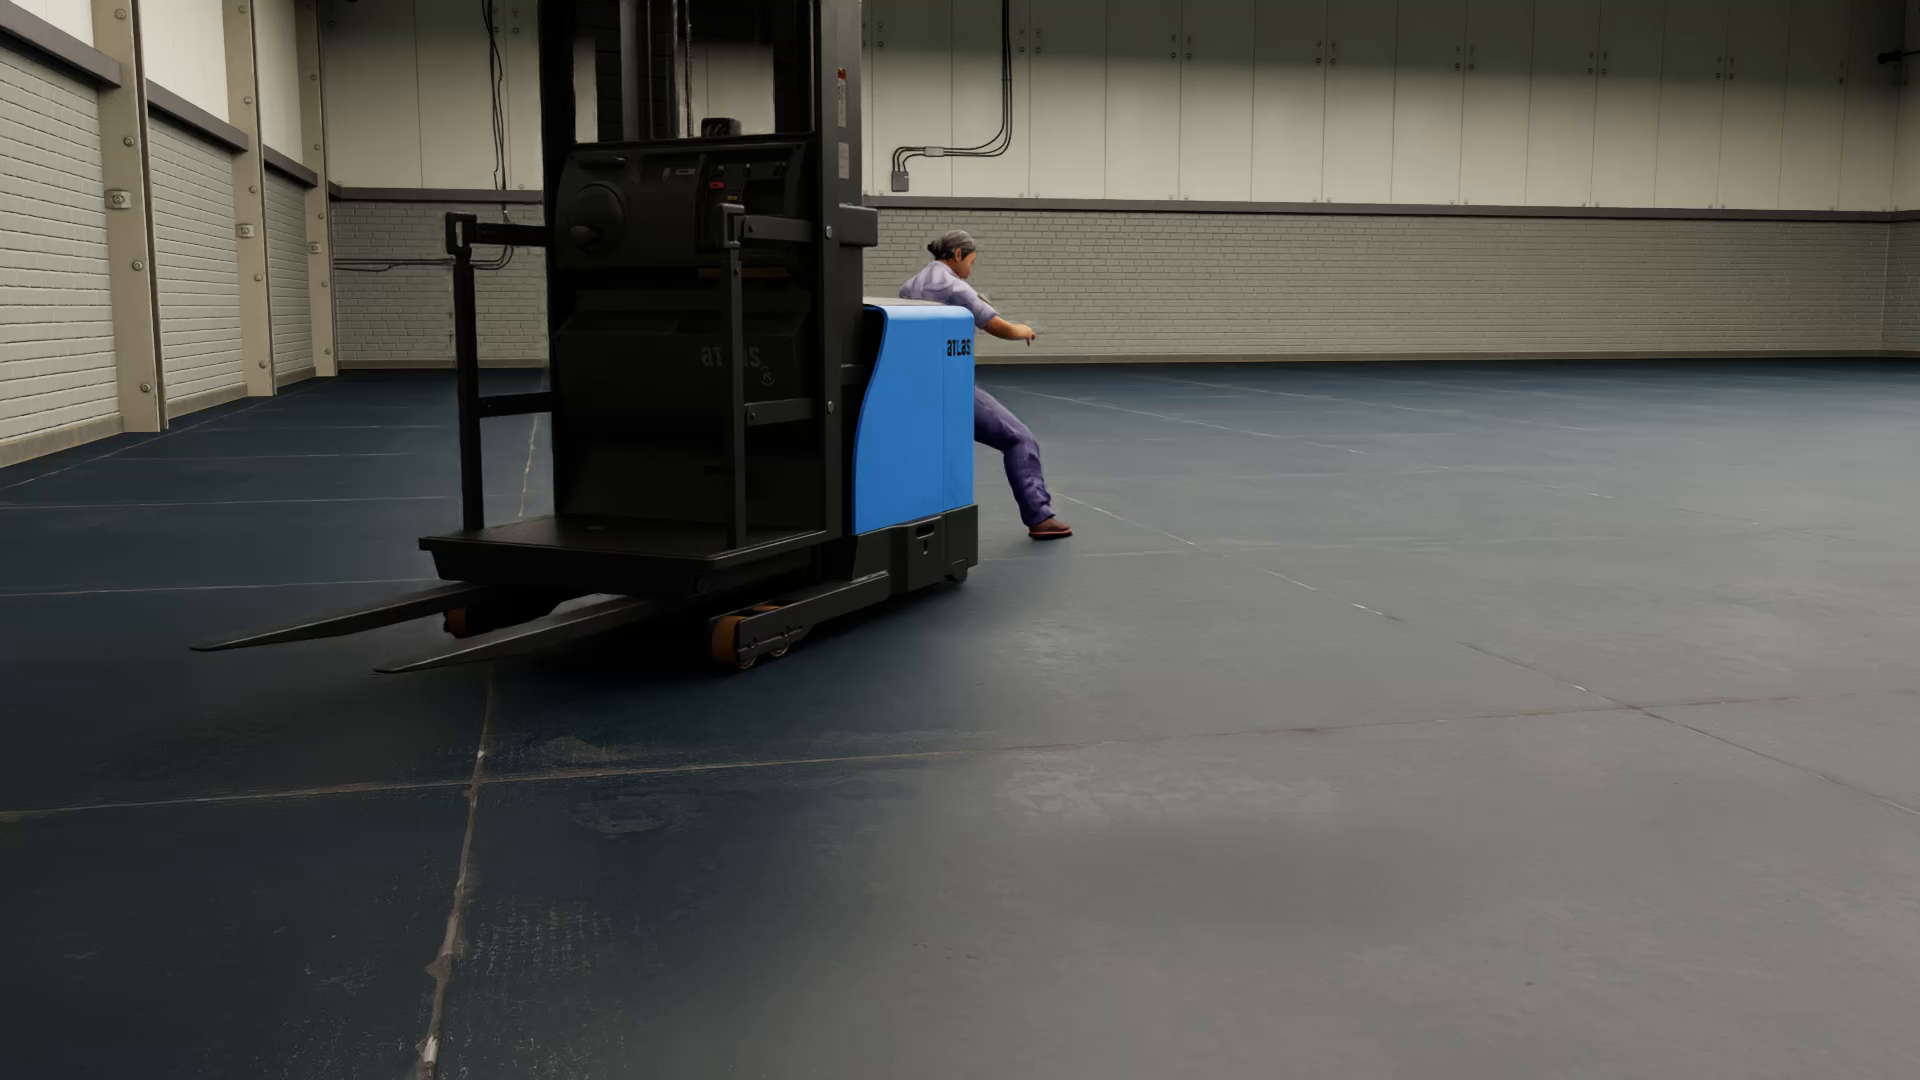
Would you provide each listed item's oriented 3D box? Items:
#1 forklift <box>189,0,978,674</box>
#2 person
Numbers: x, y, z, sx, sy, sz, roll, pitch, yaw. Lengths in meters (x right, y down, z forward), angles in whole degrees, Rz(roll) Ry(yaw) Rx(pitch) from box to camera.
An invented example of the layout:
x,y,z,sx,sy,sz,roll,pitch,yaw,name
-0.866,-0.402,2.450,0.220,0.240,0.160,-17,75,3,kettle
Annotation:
x,y,z,sx,sy,sz,roll,pitch,yaw,name
-1.004,-1.133,5.227,1.130,2.935,3.031,4,9,24,forklift
0.005,-0.772,8.063,0.625,1.430,1.205,-5,9,-32,person
